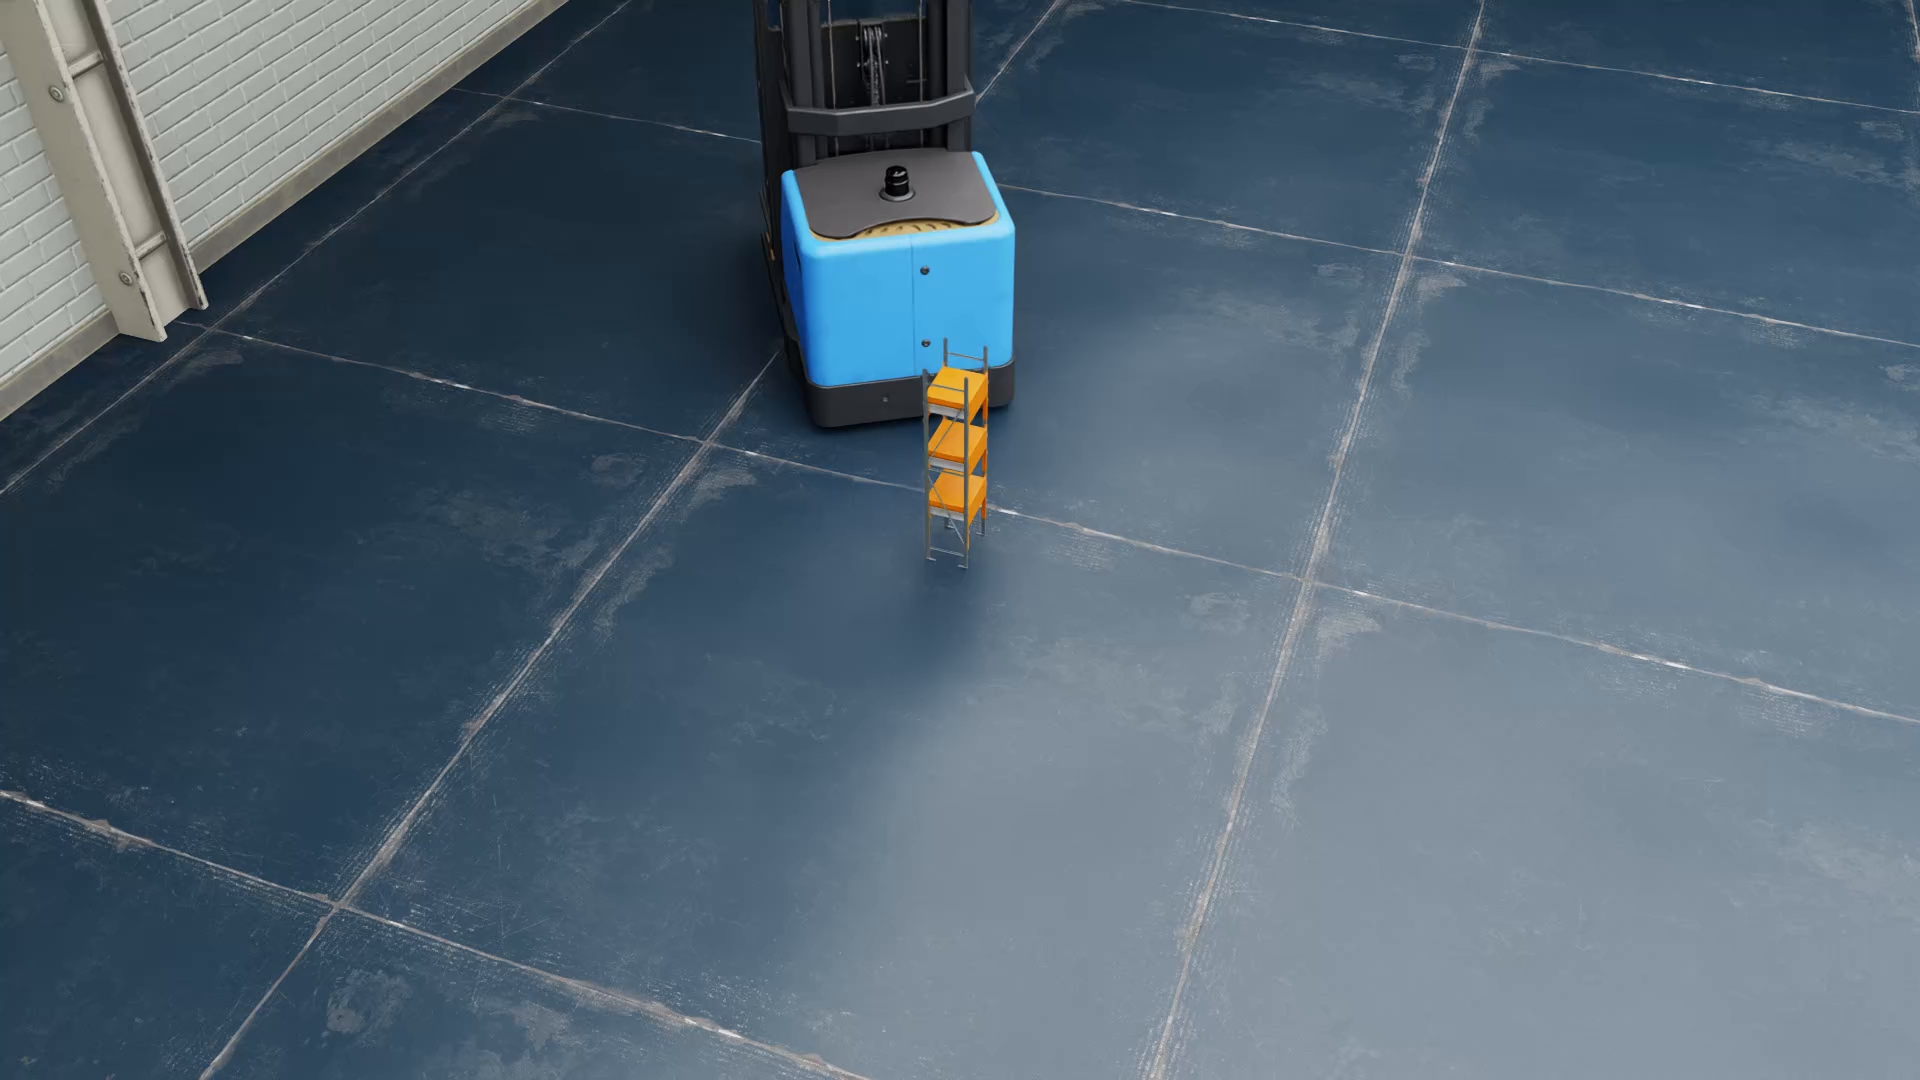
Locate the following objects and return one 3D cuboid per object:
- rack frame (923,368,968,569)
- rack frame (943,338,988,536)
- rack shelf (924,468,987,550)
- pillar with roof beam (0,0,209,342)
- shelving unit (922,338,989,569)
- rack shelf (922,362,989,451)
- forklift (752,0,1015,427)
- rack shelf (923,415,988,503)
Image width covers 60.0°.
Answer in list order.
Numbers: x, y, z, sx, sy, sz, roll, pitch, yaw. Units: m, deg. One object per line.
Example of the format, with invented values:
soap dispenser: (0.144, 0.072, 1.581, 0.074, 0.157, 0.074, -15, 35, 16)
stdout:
rack frame: (-0.060, -0.292, 7.237, 0.200, 1.050, 0.008, 13, 42, 15)
rack frame: (0.023, -0.441, 7.412, 0.200, 1.050, 0.008, 13, 42, 15)
rack shelf: (-0.018, -0.147, 7.512, 0.215, 0.259, 0.240, 13, 42, 15)
pillar with roof beam: (-0.333, -3.687, 5.092, 9.100, 9.000, 0.400, 13, 42, 15)
shelving unit: (-0.018, -0.367, 7.325, 0.215, 1.050, 0.252, 13, 42, 15)
rack shelf: (-0.018, -0.575, 7.147, 0.215, 0.259, 0.240, 13, 42, 15)
forklift: (-0.529, -2.638, 8.538, 1.130, 2.935, 3.031, -8, 41, -9)
rack shelf: (-0.018, -0.359, 7.331, 0.215, 0.259, 0.240, 13, 42, 15)
